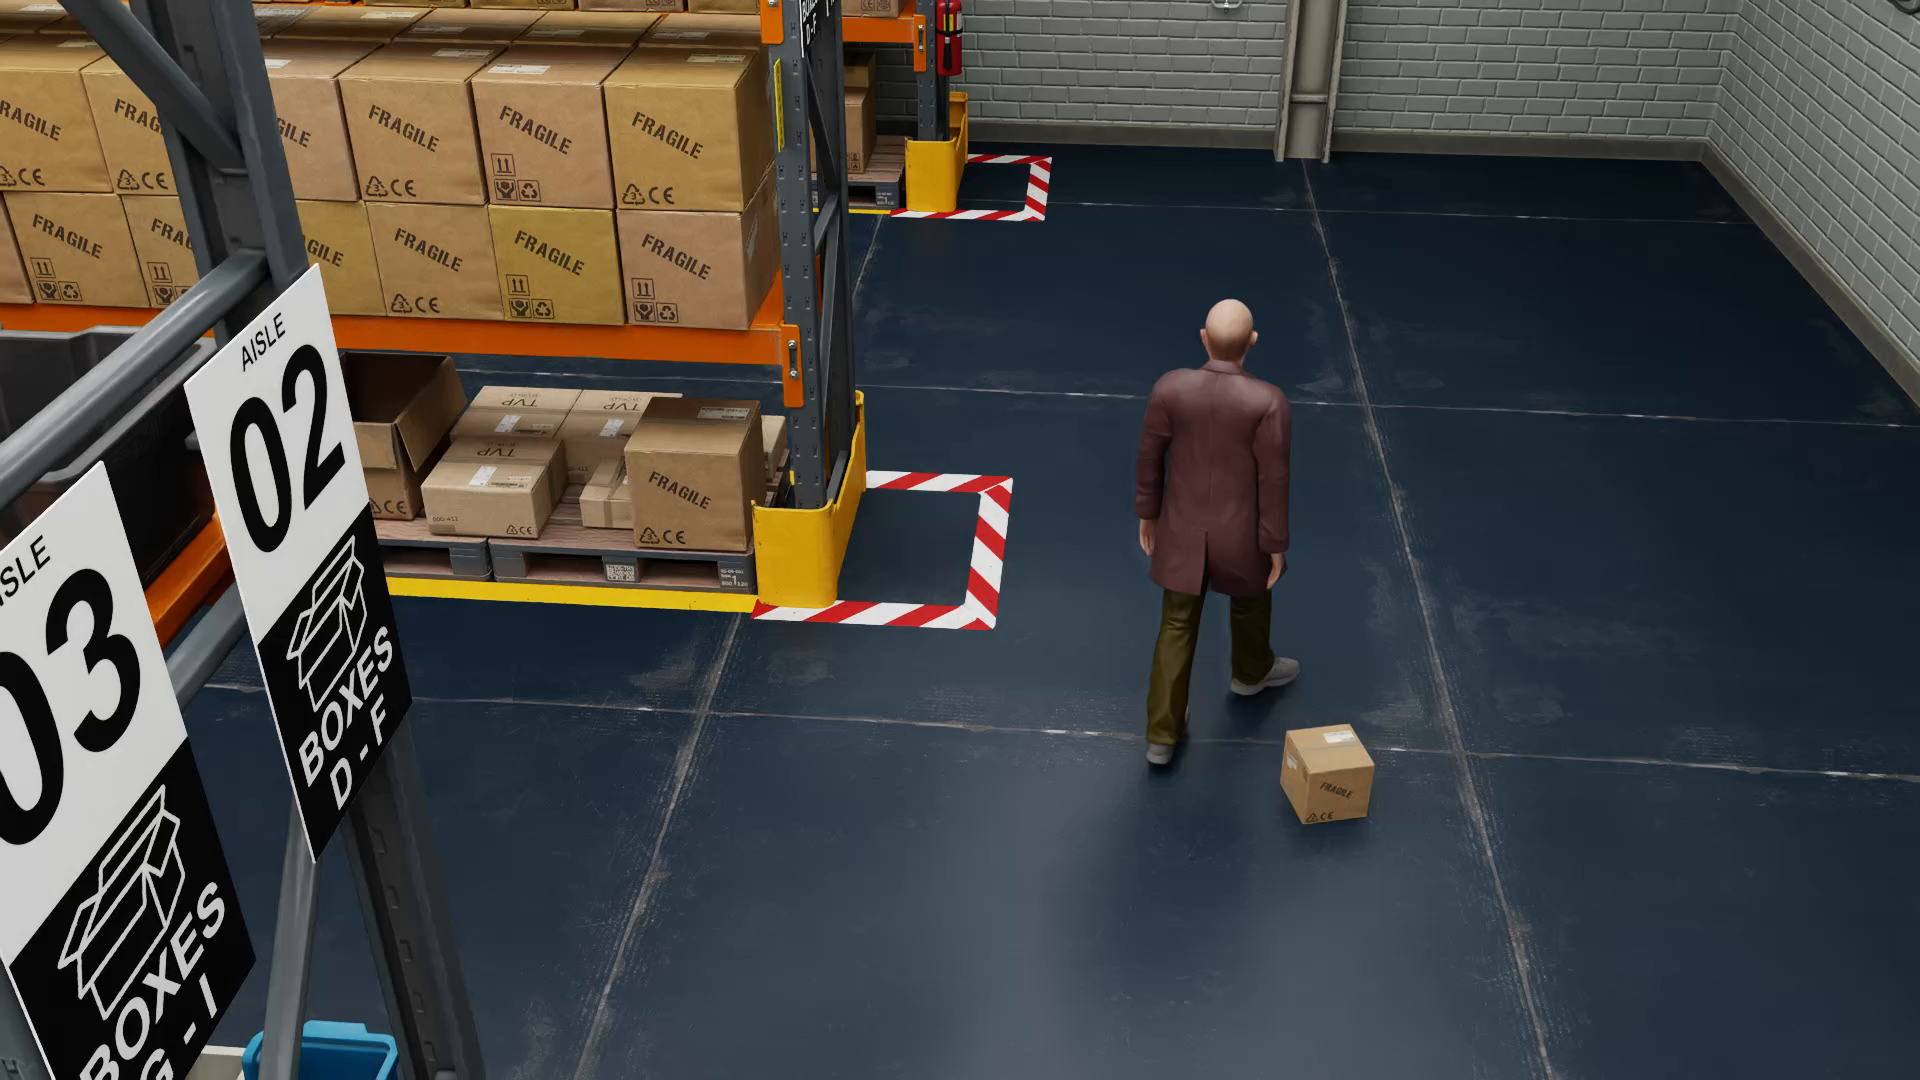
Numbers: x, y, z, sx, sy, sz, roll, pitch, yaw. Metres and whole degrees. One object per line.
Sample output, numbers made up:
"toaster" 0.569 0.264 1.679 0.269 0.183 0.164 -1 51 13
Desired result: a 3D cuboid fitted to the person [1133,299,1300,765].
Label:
"person" 0.960 -0.057 6.256 0.639 1.758 0.904 13 34 20
